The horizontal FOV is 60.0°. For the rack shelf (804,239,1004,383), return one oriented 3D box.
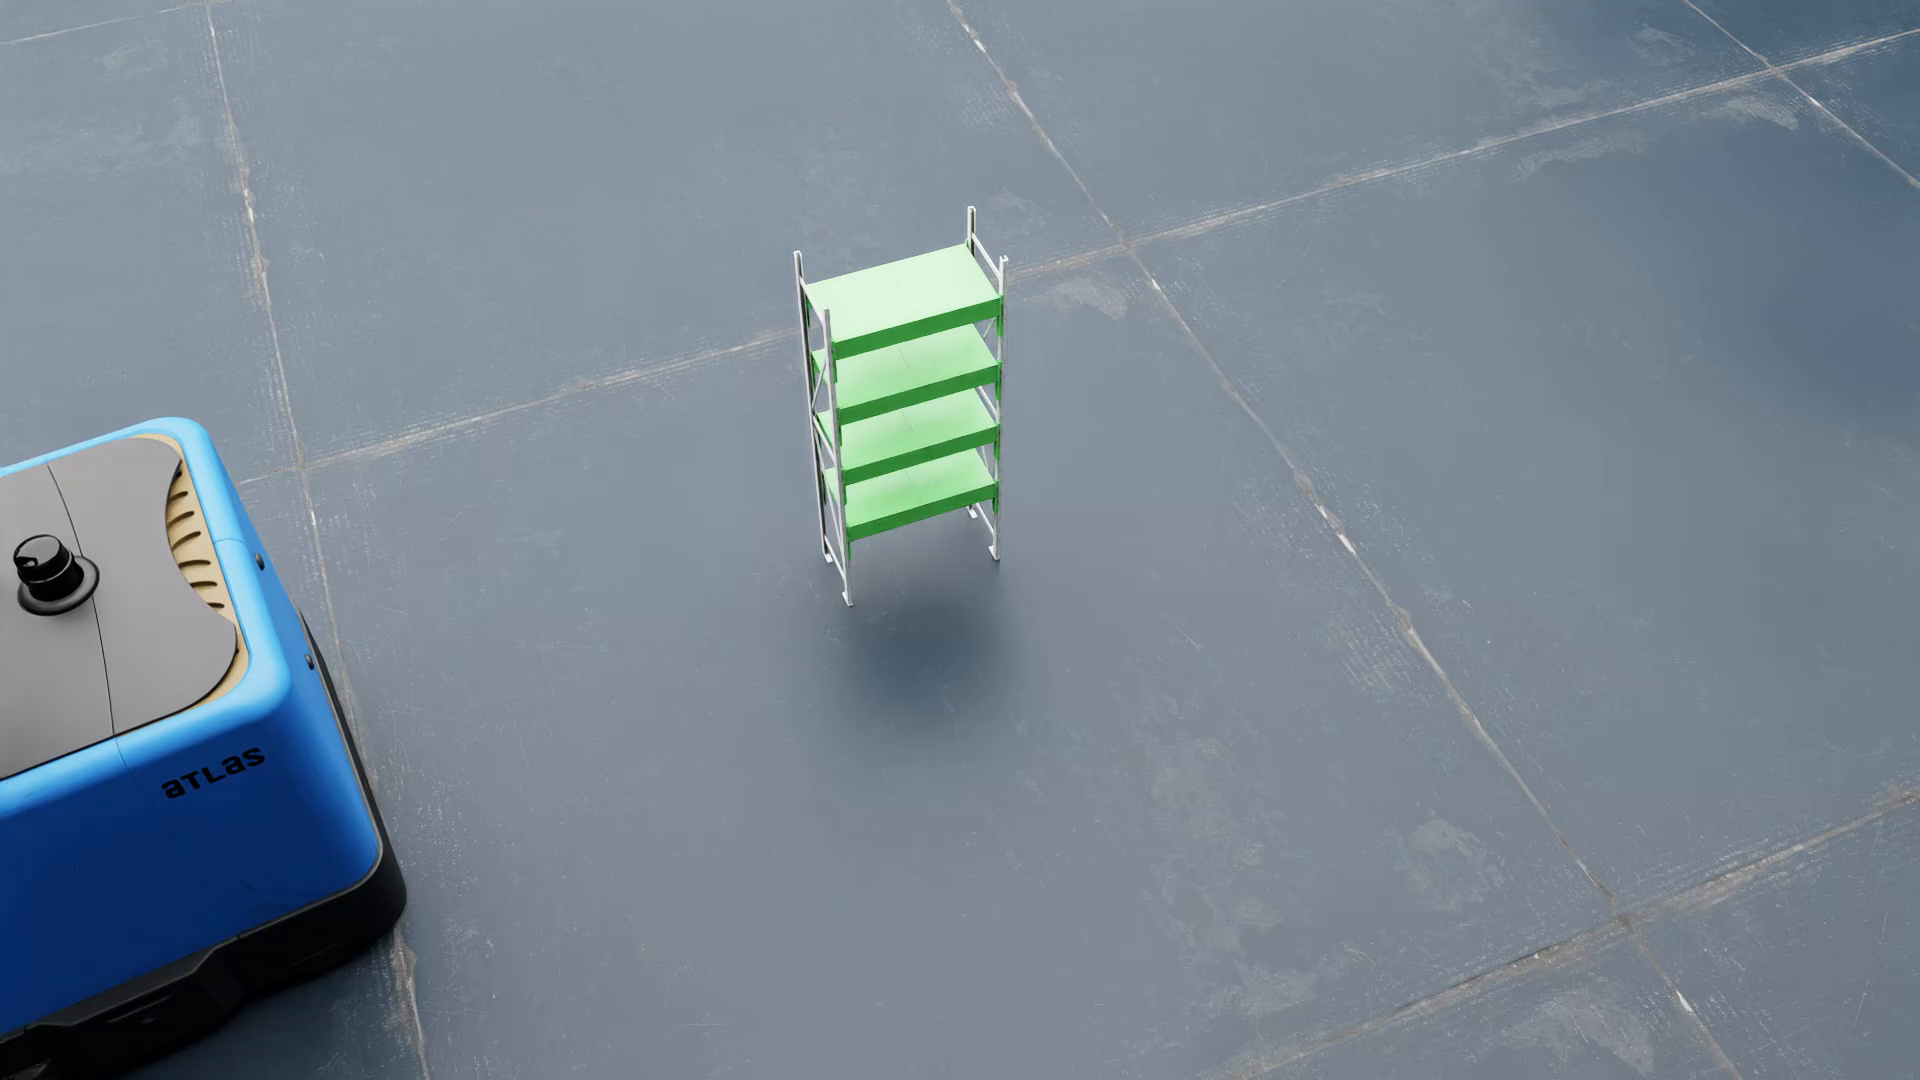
[{"bbox_3d":[-0.153,-0.615,4.438,0.480,0.148,0.258,-17,52,-14],"label":"rack shelf"}]

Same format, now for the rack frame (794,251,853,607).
[{"bbox_3d":[-0.379,-0.273,4.694,0.015,1.200,0.240,-17,52,-14],"label":"rack frame"}]

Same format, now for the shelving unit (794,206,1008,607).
[{"bbox_3d":[-0.153,-0.343,4.754,0.503,1.200,0.258,-17,52,-14],"label":"shelving unit"}]

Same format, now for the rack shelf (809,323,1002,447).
[{"bbox_3d":[-0.153,-0.458,4.620,0.480,0.148,0.258,-17,52,-14],"label":"rack shelf"}]

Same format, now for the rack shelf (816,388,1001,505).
[{"bbox_3d":[-0.153,-0.302,4.803,0.480,0.148,0.258,-17,52,-14],"label":"rack shelf"}]

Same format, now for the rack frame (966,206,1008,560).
[{"bbox_3d":[0.073,-0.413,4.814,0.015,1.200,0.240,-17,52,-14],"label":"rack frame"}]

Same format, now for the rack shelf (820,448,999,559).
[{"bbox_3d":[-0.153,-0.145,4.985,0.480,0.148,0.258,-17,52,-14],"label":"rack shelf"}]

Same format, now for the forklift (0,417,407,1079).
[{"bbox_3d":[-2.989,0.270,3.087,3.031,2.935,1.130,-22,53,-18],"label":"forklift"}]
